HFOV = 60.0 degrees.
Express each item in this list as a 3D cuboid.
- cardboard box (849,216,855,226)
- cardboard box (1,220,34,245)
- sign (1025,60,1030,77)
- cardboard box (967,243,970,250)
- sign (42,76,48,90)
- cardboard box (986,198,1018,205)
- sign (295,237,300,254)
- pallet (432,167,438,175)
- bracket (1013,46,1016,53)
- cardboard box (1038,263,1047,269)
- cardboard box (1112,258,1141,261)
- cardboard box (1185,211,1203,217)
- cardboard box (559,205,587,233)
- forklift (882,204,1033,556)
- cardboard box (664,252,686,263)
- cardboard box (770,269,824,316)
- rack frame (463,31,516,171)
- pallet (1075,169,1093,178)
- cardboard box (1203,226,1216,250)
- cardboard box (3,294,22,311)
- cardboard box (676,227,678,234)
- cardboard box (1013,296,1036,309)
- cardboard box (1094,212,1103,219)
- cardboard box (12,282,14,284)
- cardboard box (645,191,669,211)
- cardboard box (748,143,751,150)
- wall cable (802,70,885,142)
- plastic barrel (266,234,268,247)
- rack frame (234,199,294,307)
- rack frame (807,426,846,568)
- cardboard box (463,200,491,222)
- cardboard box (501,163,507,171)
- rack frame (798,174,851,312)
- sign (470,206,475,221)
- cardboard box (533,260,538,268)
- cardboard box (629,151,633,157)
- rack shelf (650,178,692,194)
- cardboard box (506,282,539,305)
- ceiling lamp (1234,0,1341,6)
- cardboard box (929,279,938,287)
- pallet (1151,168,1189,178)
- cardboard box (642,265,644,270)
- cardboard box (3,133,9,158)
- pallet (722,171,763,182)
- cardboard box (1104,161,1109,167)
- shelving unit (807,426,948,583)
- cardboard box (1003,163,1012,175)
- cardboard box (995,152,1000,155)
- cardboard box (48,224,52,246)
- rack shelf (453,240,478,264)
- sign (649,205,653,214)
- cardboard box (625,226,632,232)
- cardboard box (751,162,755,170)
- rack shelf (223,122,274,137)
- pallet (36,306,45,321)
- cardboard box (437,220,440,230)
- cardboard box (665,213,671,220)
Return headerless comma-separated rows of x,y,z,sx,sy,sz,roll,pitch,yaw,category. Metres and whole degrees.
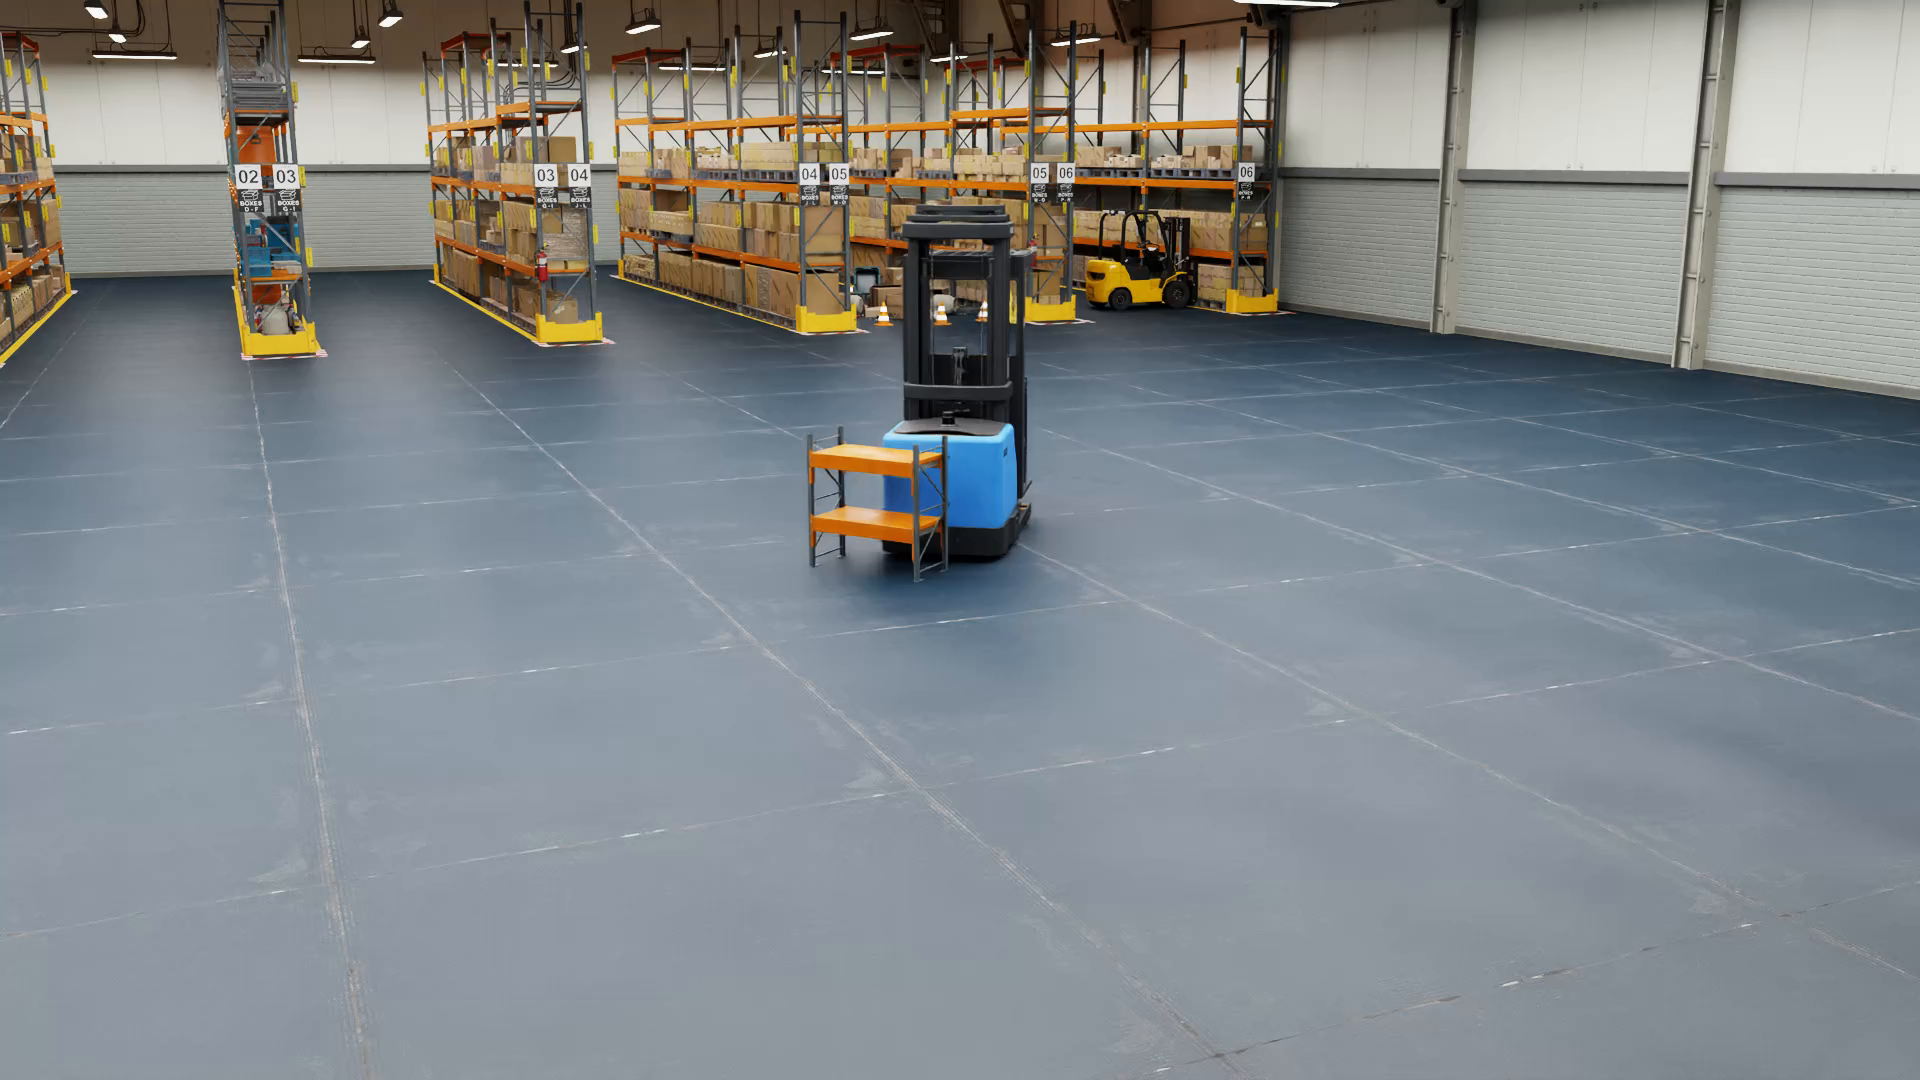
-2.612,-8.371,43.610,0.500,0.250,0.500,-5,14,-22,cardboard box
-20.045,-6.493,35.117,0.700,0.500,0.500,-3,13,-12,cardboard box
1.348,-9.459,33.358,0.100,0.325,0.005,-6,14,-23,sign
0.378,-6.560,37.118,0.380,0.149,0.250,-6,14,-23,cardboard box
-22.186,-11.067,40.307,0.100,0.325,0.005,-6,14,-23,sign
0.966,-7.017,35.439,0.700,0.500,0.500,-6,14,-24,cardboard box
-12.847,-5.716,32.299,0.100,0.325,0.005,-6,14,-23,sign
-13.318,-9.726,43.784,1.003,0.211,1.213,-6,14,-23,pallet
1.660,-13.933,47.131,0.235,0.232,0.430,-6,14,-23,bracket
2.438,-7.418,44.882,0.500,0.500,0.500,-5,14,-21,cardboard box
4.286,-6.640,41.244,0.875,0.625,0.625,-6,14,-24,cardboard box
5.370,-7.433,38.014,0.380,0.149,0.250,-6,14,-23,cardboard box
-7.186,-5.973,30.928,0.500,0.500,0.500,-6,14,-23,cardboard box
0.073,-1.575,15.176,1.130,2.935,3.031,2,13,9,forklift
-7.168,-7.127,41.958,0.500,0.250,0.500,-5,14,-21,cardboard box
-3.317,-5.067,33.890,0.875,0.875,0.875,-6,14,-24,cardboard box
-10.420,-9.730,36.953,1.000,3.000,0.127,-6,14,-23,rack frame
3.561,-9.389,42.550,1.213,0.211,1.003,-5,14,-20,pallet
5.774,-6.733,37.088,0.500,0.500,0.500,-5,14,-21,cardboard box
-18.237,-4.544,31.772,0.500,0.311,0.500,-6,14,-25,cardboard box
-6.655,-7.481,40.169,0.380,0.149,0.250,-5,14,-22,cardboard box
1.285,-5.062,35.256,0.500,0.250,0.500,-6,14,-23,cardboard box
3.591,-8.158,41.805,0.380,0.149,0.250,-5,14,-22,cardboard box
-20.295,-5.189,35.204,0.500,0.500,0.500,-6,14,-25,cardboard box
-7.873,-8.814,43.202,0.500,0.500,0.500,-6,14,-25,cardboard box
-4.194,-8.178,34.535,0.380,0.149,0.250,-6,14,-23,cardboard box
-3.823,-13.757,54.270,2.988,3.039,0.133,-6,14,-23,wall cable
-13.538,-5.817,33.050,0.433,0.535,0.433,0,13,0,plastic barrel
-14.958,-6.360,35.697,1.000,3.000,0.127,-6,14,-23,rack frame
-1.120,-0.366,13.957,0.032,1.125,0.500,7,15,29,rack frame
-11.494,-7.897,39.892,0.797,0.503,0.637,-5,14,-22,cardboard box
-8.970,-7.468,33.282,0.380,0.149,0.250,-6,14,-25,cardboard box
-2.630,-5.582,32.334,1.000,3.000,0.127,-6,14,-23,rack frame
-10.927,-7.320,37.279,0.100,0.325,0.005,-6,14,-23,sign
-7.765,-5.171,31.117,0.380,0.149,0.250,-6,14,-23,cardboard box
-8.675,-10.352,44.632,0.380,0.149,0.250,-5,14,-21,cardboard box
-6.636,-8.758,41.003,1.077,0.370,4.000,-6,14,-23,rack shelf
-9.218,-5.206,35.281,0.700,0.500,0.500,-6,14,-23,cardboard box
5.601,-10.517,27.408,2.000,3.185,0.800,-6,14,-23,ceiling lamp
-0.241,-6.057,39.283,0.950,0.372,0.625,-5,14,-19,cardboard box
5.175,-8.569,38.787,1.003,0.211,1.213,-6,14,-23,pallet
-8.317,-7.335,44.641,0.380,0.149,0.250,-6,14,-26,cardboard box
-19.871,-8.106,34.152,0.500,0.500,0.500,-6,14,-23,cardboard box
-4.645,-7.961,36.387,0.805,0.209,1.217,-6,14,-25,pallet
3.781,-9.276,41.050,0.380,0.149,0.250,-6,14,-24,cardboard box
-0.678,-0.310,13.712,1.048,1.125,0.538,7,15,29,shelving unit
1.225,-7.769,34.807,0.500,0.250,0.500,-6,14,-24,cardboard box
1.182,-10.837,46.953,0.500,0.250,0.500,-6,14,-23,cardboard box
-21.263,-7.024,38.343,0.500,0.500,0.500,-5,14,-22,cardboard box
-11.221,-6.870,39.496,1.077,0.370,4.000,-6,14,-23,rack shelf
-7.931,-8.432,42.729,0.100,0.325,0.005,-6,14,-23,sign
-9.011,-8.559,45.755,0.380,0.149,0.250,-6,14,-25,cardboard box
-4.094,-7.738,34.401,0.380,0.149,0.250,-6,14,-24,cardboard box
-15.759,-9.150,36.932,1.077,0.370,4.000,-6,14,-23,rack shelf
-19.763,-4.712,34.762,1.003,0.211,1.213,-6,14,-23,pallet
-13.465,-8.302,43.759,0.500,0.250,0.500,-6,14,-24,cardboard box
-7.071,-7.987,41.035,0.380,0.149,0.250,-5,14,-21,cardboard box
